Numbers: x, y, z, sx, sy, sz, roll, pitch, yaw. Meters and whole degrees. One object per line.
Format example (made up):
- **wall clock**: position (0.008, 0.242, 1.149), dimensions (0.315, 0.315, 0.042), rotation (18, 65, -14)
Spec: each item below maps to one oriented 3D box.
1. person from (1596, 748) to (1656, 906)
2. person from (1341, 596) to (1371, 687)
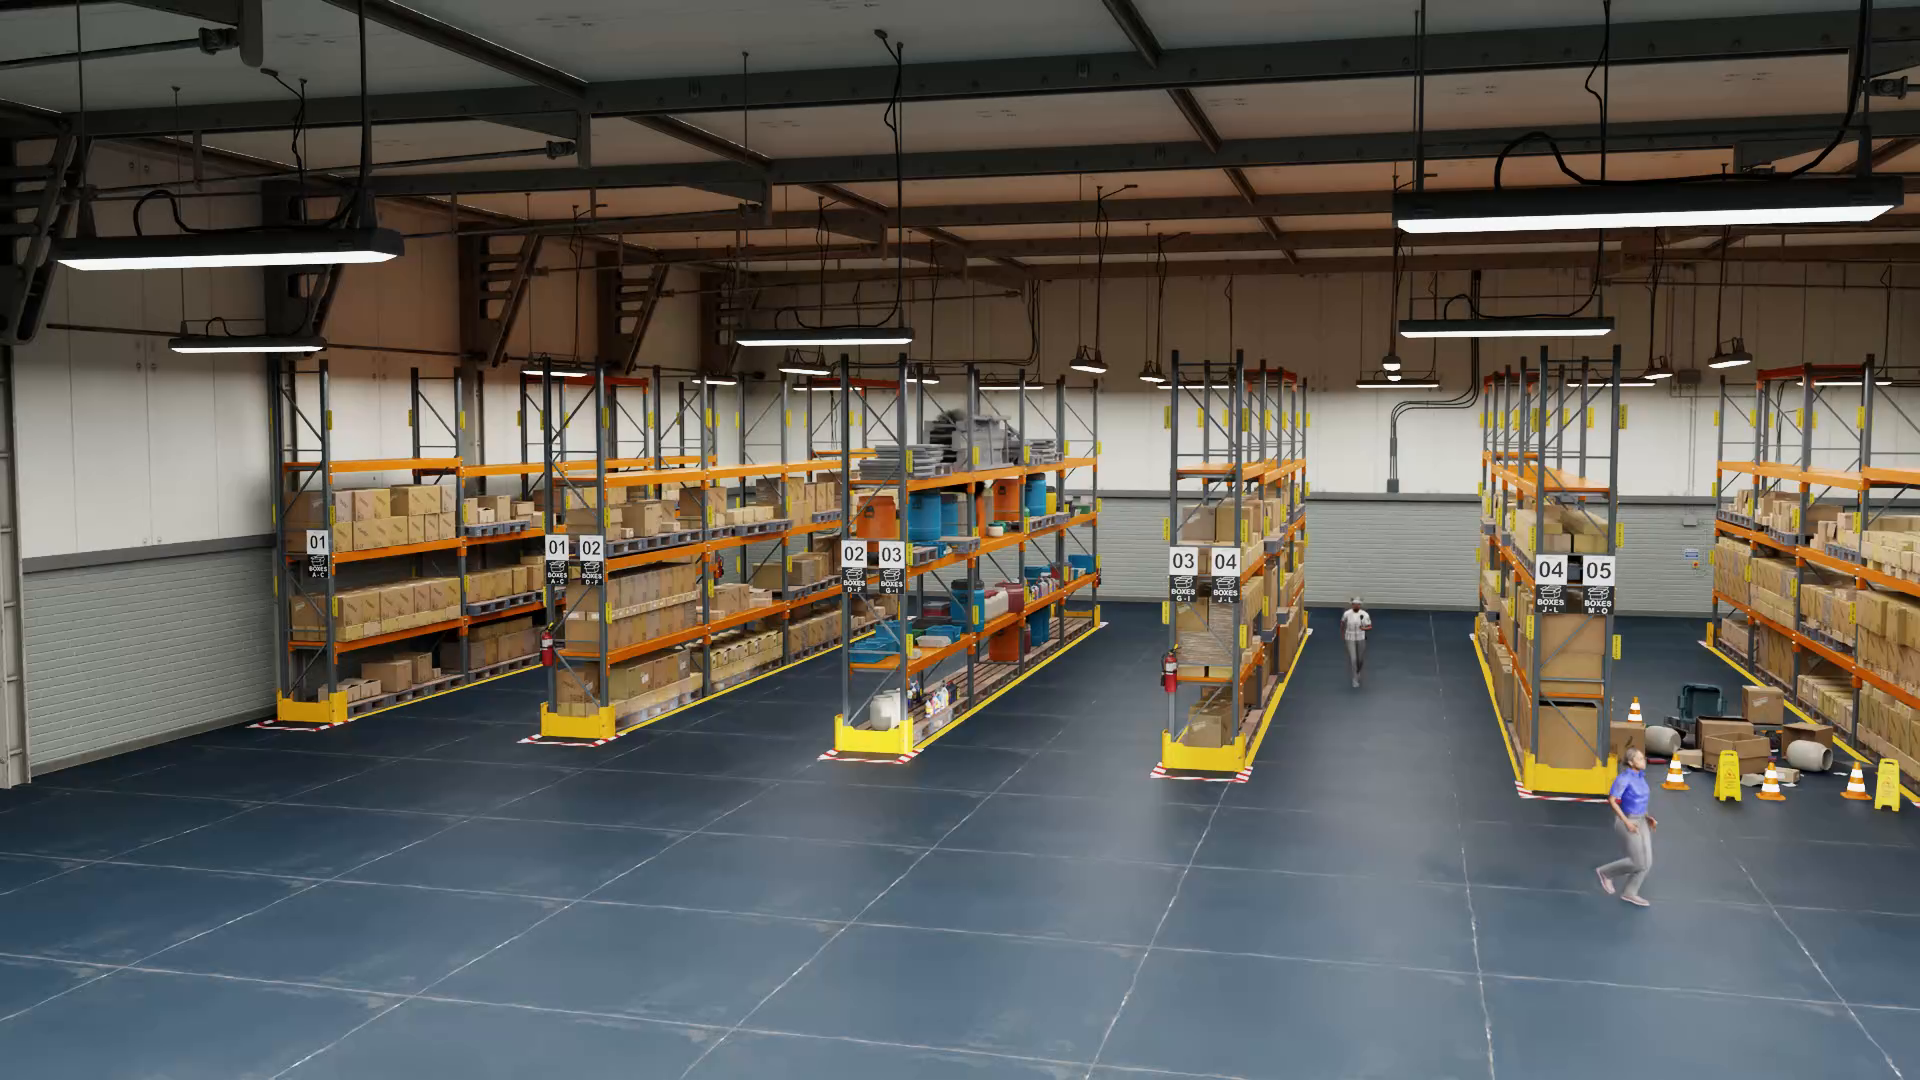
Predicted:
- **person**: position (6.926, 2.961, 17.280), dimensions (0.567, 1.622, 0.529), rotation (-4, 5, -41)
- **person**: position (7.468, 1.884, 31.361), dimensions (0.536, 1.678, 0.912), rotation (1, 4, 10)
